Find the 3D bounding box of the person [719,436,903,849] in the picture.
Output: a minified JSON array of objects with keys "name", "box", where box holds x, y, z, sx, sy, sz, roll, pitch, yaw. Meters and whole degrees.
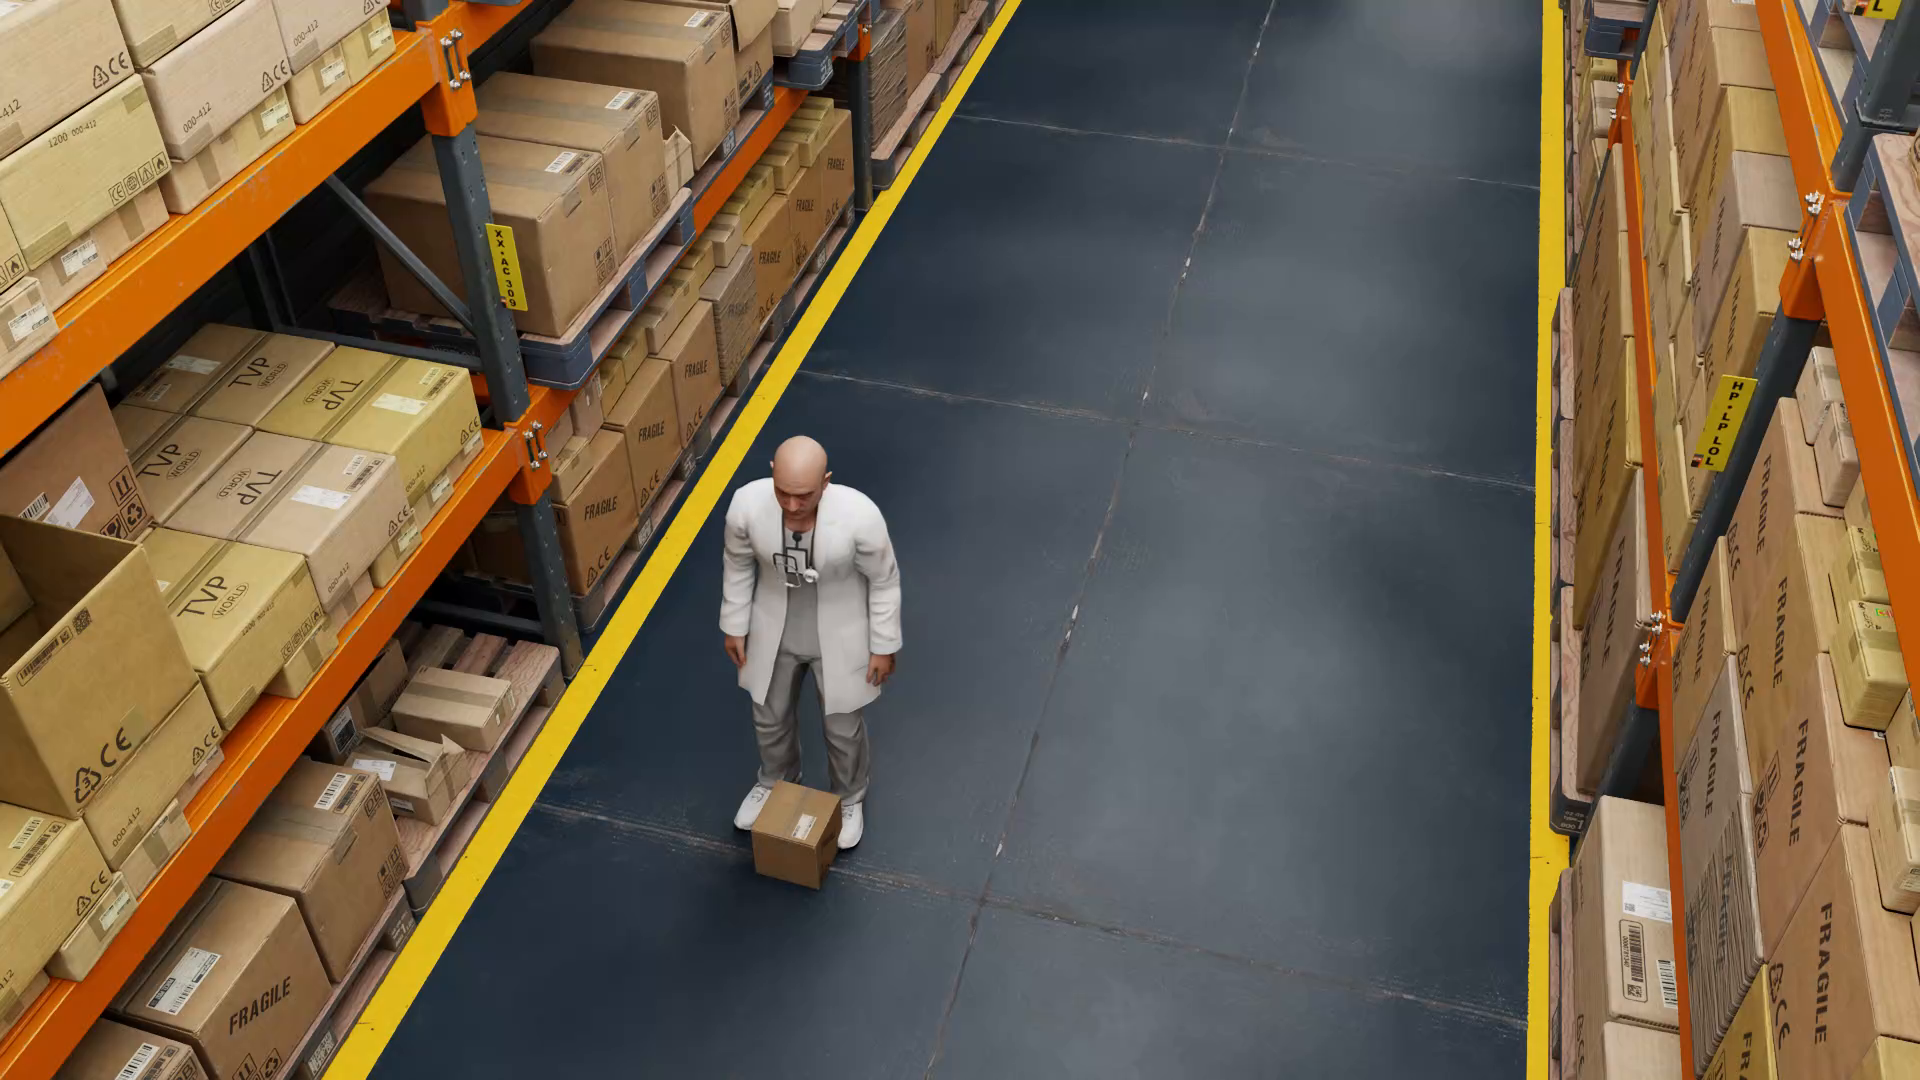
[{"name":"person","box":[-0.517,0.341,5.771,0.650,1.773,0.429,7,41,9]}]
